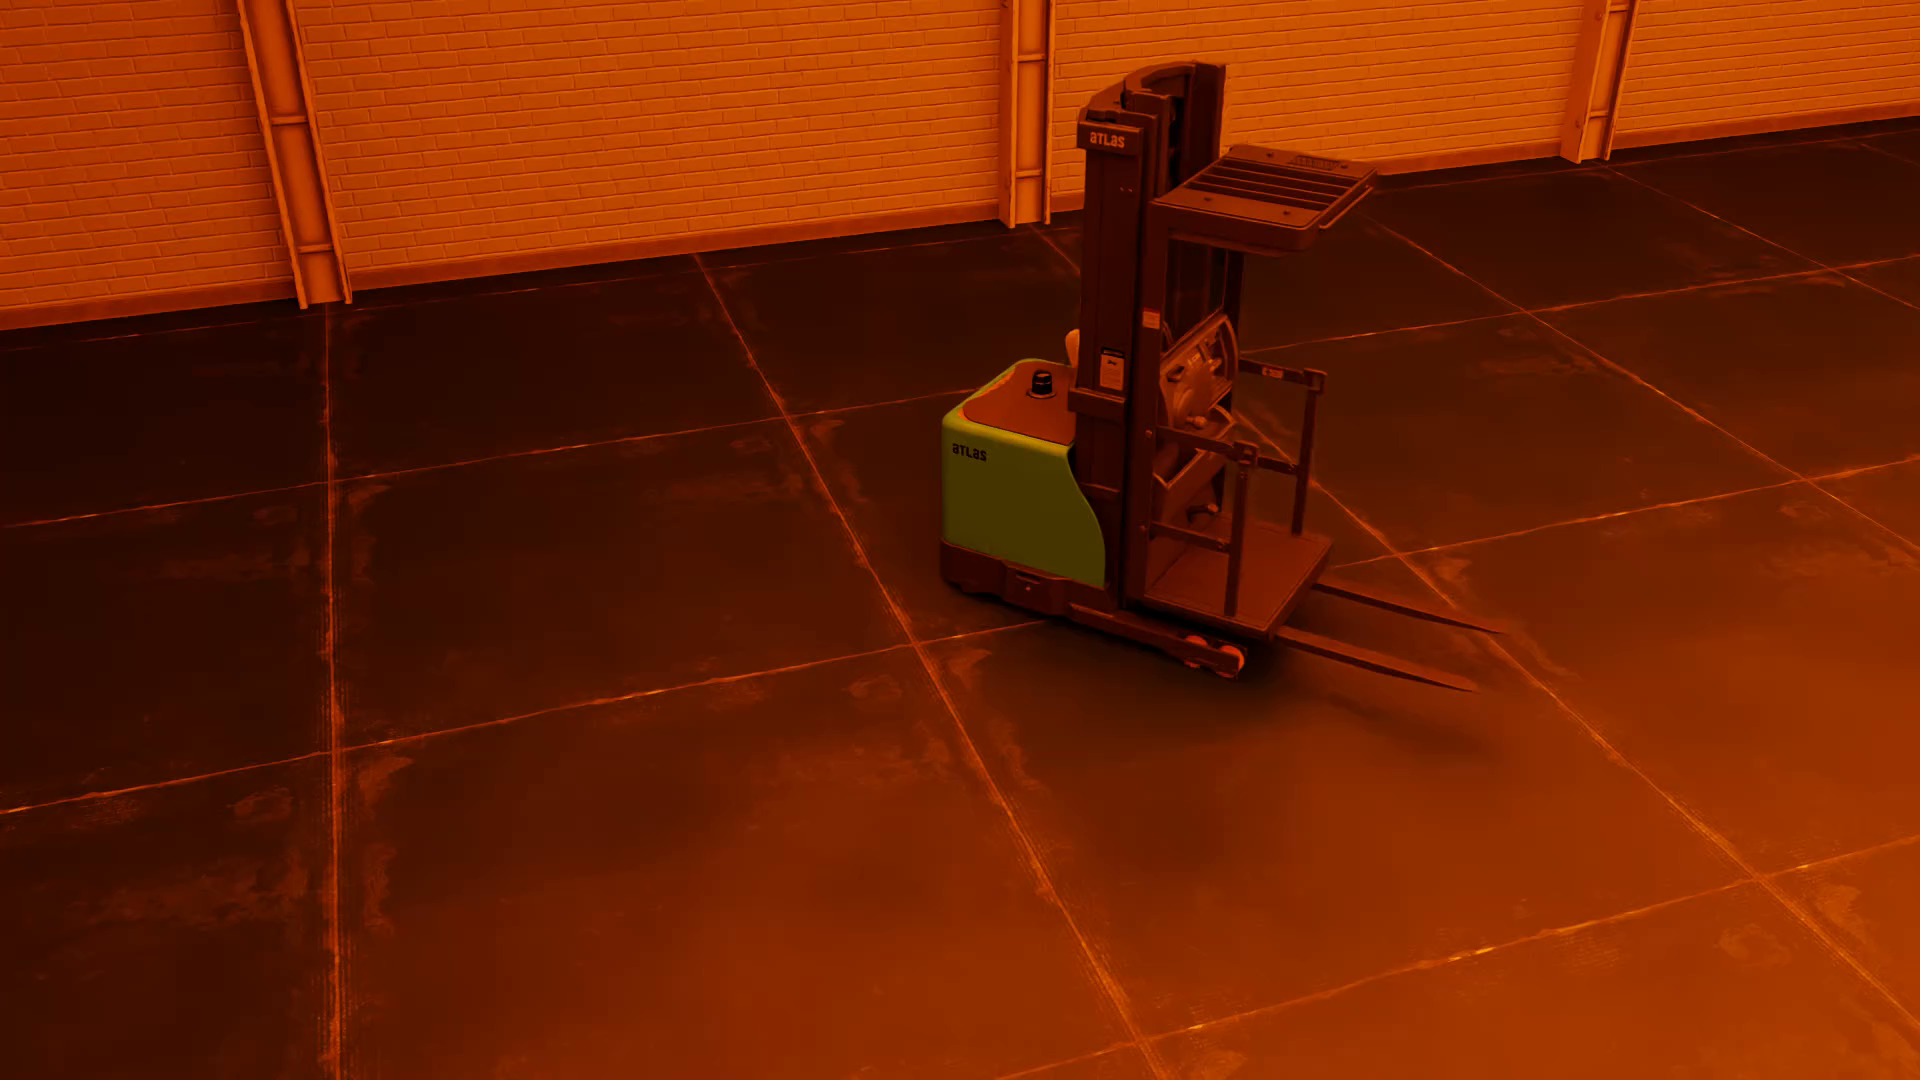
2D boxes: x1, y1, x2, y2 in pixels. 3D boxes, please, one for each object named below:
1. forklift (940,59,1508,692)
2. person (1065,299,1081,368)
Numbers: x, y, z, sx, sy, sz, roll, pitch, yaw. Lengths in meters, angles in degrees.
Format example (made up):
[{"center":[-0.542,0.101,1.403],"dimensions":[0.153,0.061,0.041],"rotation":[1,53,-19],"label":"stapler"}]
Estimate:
[{"center":[1.419,-0.849,8.562],"dimensions":[3.031,2.935,1.130],"rotation":[16,34,26],"label":"forklift"},{"center":[0.865,-0.709,9.737],"dimensions":[0.589,1.550,0.721],"rotation":[22,37,33],"label":"person"}]
